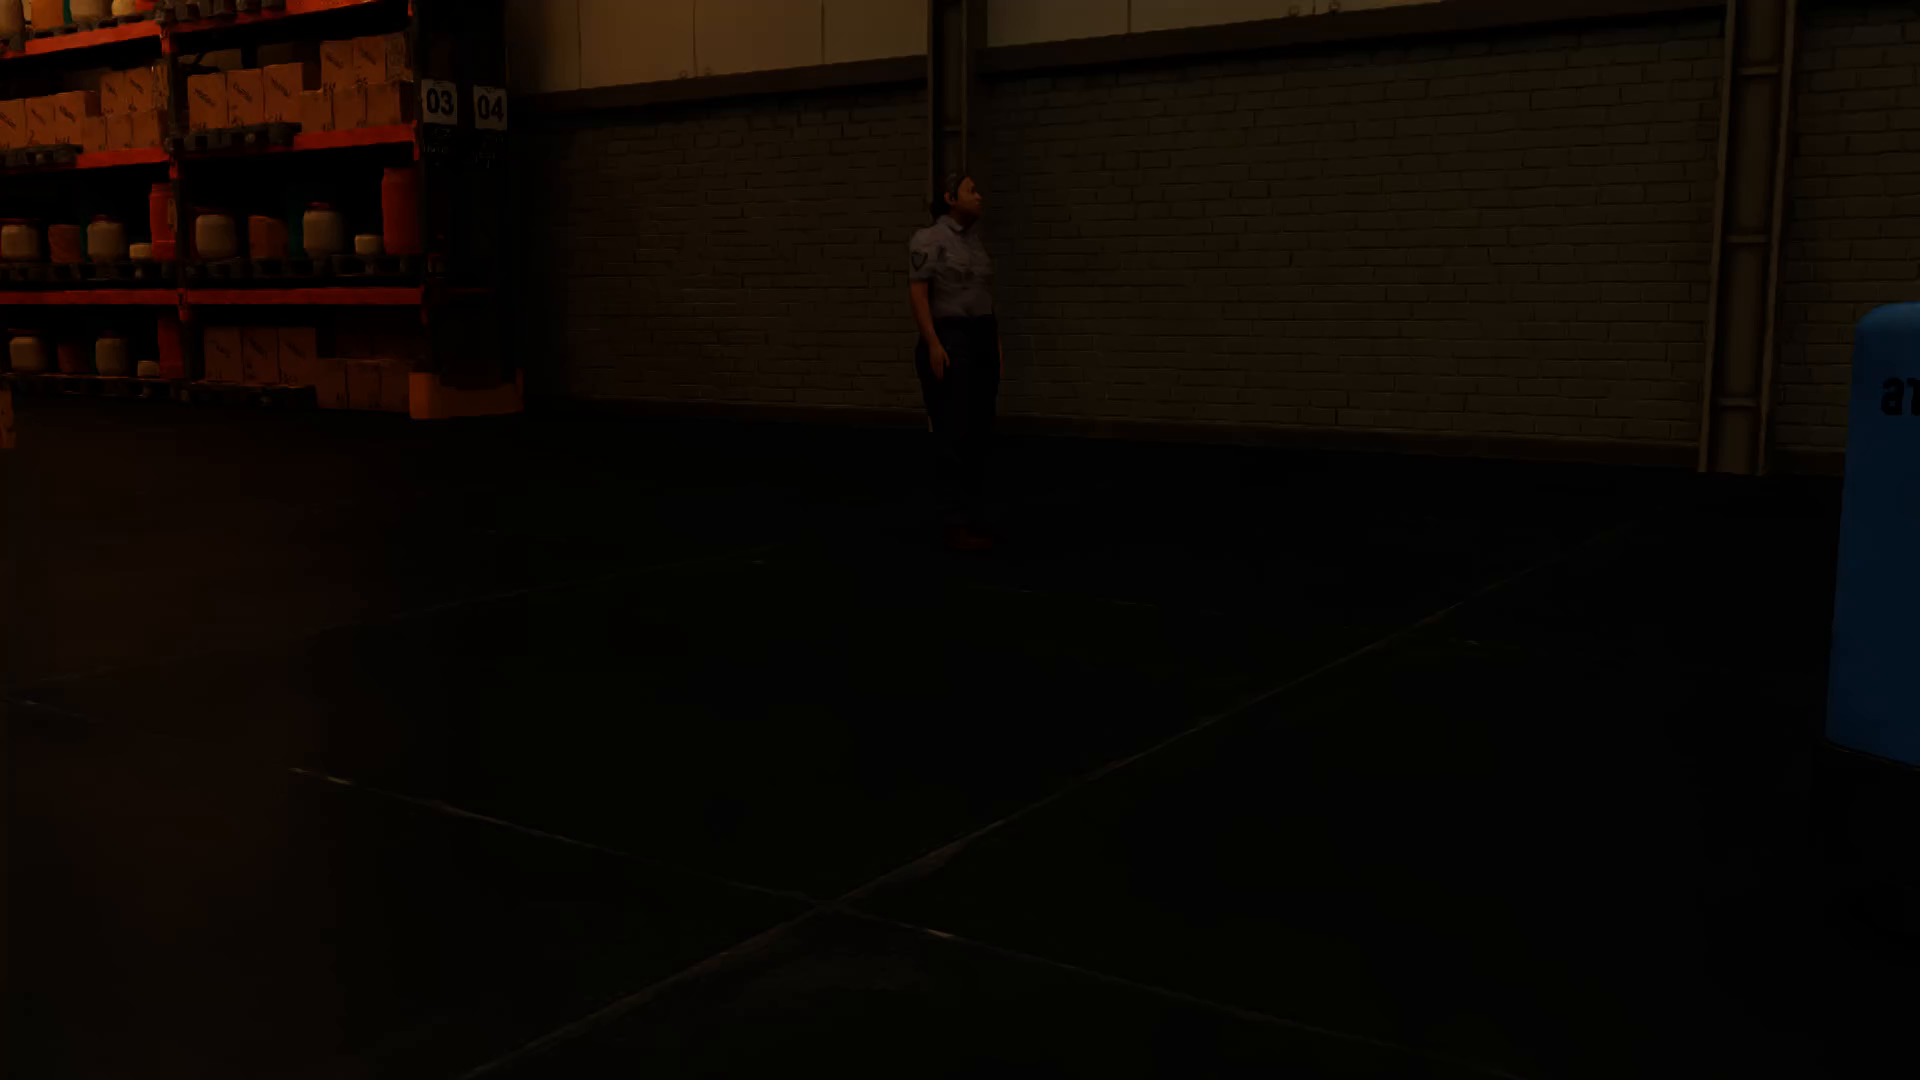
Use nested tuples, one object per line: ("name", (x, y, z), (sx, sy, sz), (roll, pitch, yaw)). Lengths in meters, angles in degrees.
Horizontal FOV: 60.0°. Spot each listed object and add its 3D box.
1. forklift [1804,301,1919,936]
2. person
("forklift", (2.569, -0.632, 1.639), (1.130, 2.935, 3.031), (-4, 9, -24))
("person", (0.062, -0.813, 7.418), (0.502, 1.650, 0.599), (5, 10, 34))
